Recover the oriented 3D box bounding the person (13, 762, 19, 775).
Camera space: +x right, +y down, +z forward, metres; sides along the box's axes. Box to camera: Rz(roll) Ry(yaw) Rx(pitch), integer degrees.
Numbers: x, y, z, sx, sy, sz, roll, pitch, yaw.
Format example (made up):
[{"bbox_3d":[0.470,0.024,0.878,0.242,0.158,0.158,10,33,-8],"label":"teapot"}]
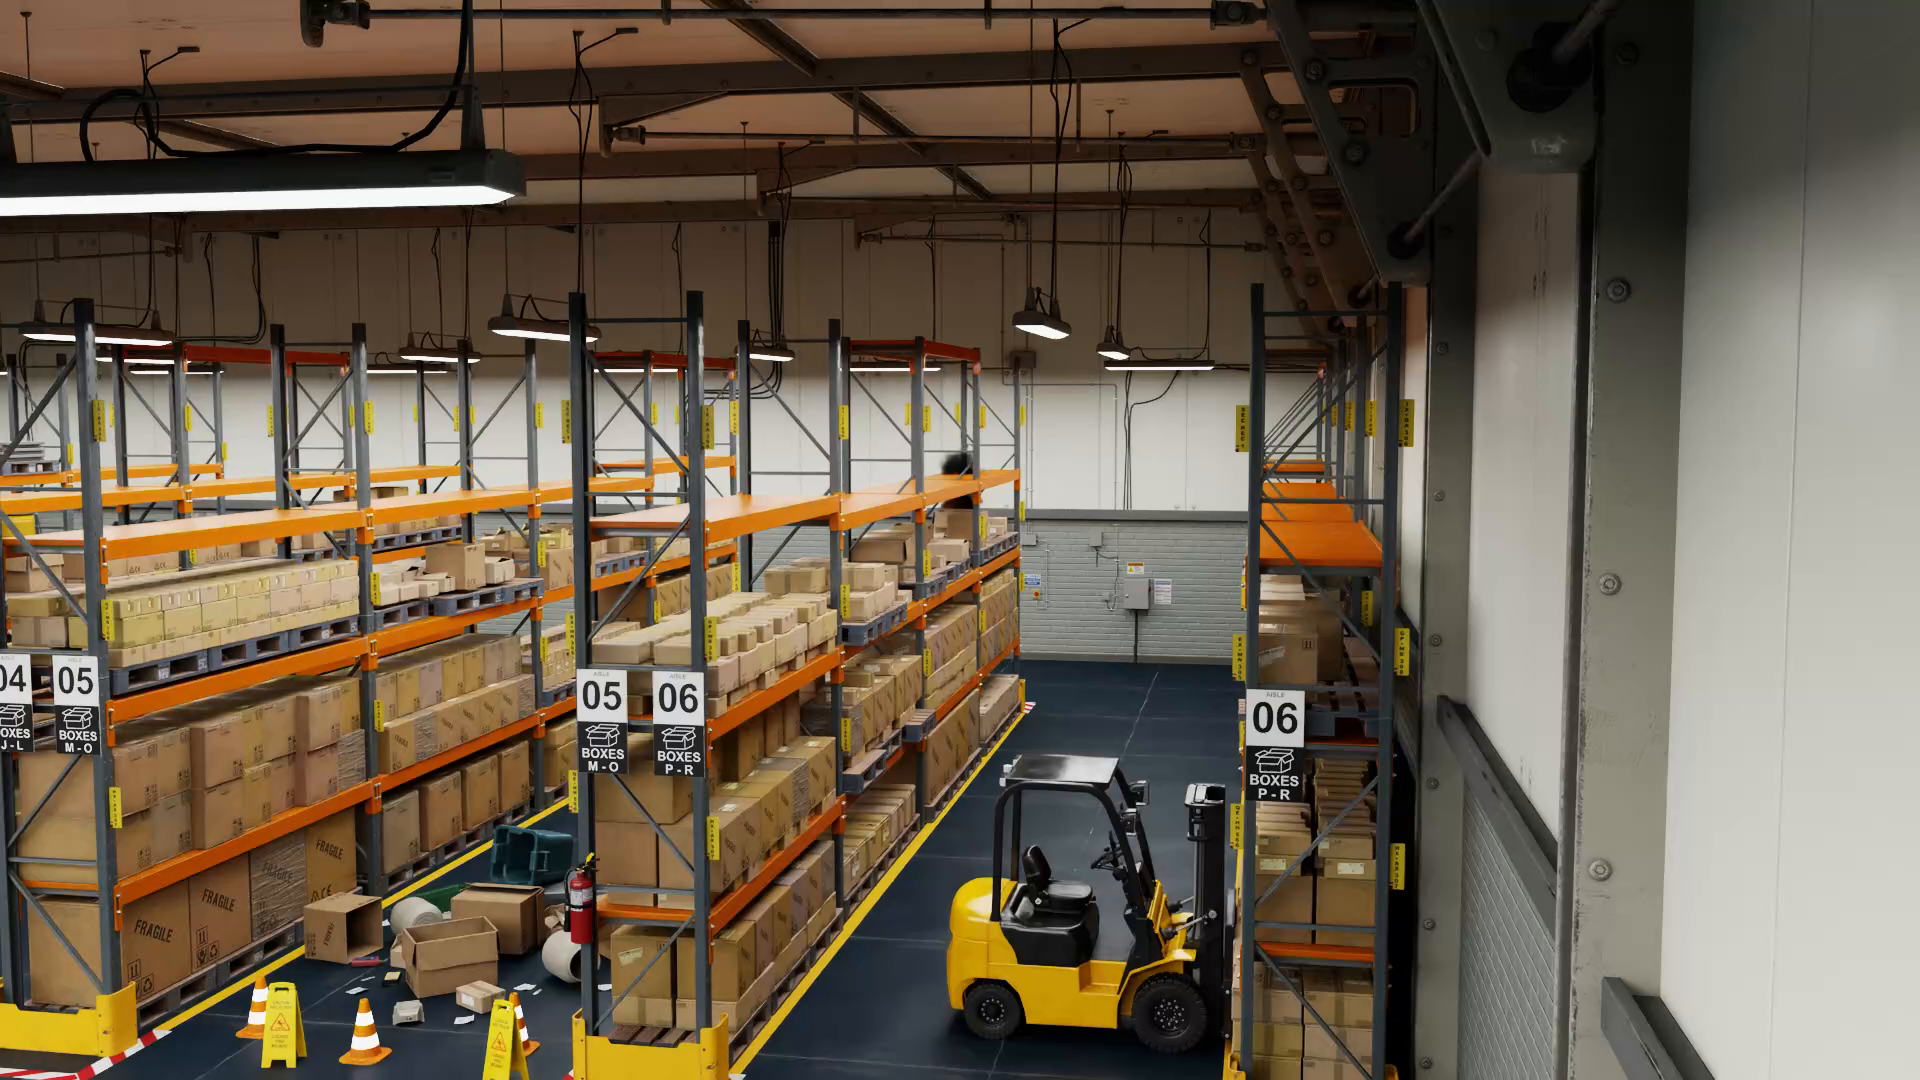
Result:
[{"bbox_3d":[-12.875,2.495,22.137,0.679,1.821,0.966,0,5,-2],"label":"person"}]
